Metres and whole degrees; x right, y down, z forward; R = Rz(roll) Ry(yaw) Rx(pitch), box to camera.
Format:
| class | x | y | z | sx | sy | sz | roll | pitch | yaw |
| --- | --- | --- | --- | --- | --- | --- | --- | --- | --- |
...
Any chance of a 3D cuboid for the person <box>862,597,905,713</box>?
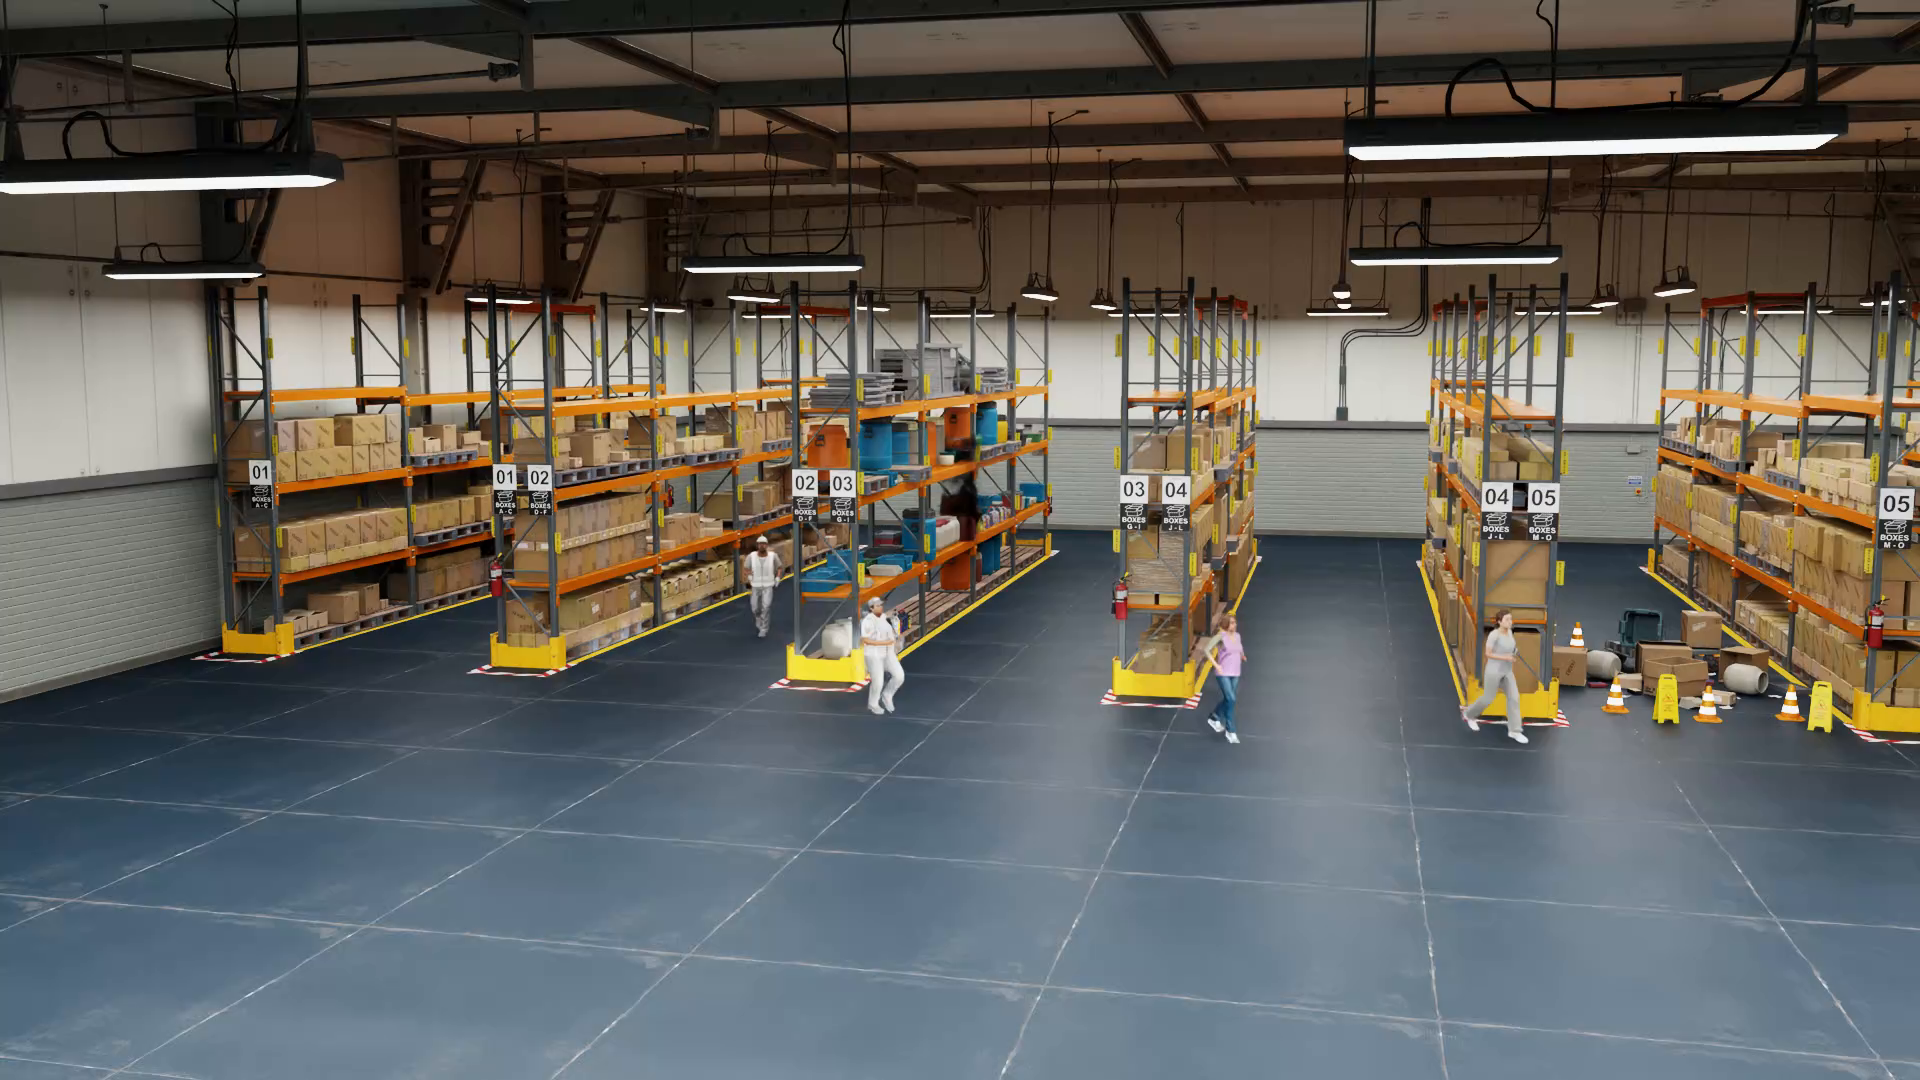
| class | x | y | z | sx | sy | sz | roll | pitch | yaw |
| --- | --- | --- | --- | --- | --- | --- | --- | --- | --- |
| person | -1.092 | 1.584 | 22.775 | 0.612 | 1.632 | 0.593 | -5 | 9 | -40 |

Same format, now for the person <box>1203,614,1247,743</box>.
| class | x | y | z | sx | sy | sz | roll | pitch | yaw |
| --- | --- | --- | --- | --- | --- | --- | --- | --- | --- |
| person | 3.420 | 1.771 | 21.395 | 0.544 | 1.651 | 0.648 | -5 | 8 | -37 |

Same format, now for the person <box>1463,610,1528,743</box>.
| class | x | y | z | sx | sy | sz | roll | pitch | yaw |
| --- | --- | --- | --- | --- | --- | --- | --- | --- | --- |
| person | 6.897 | 1.706 | 21.329 | 0.539 | 1.658 | 0.993 | -3 | 7 | -26 |

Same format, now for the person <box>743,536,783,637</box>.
| class | x | y | z | sx | sy | sz | roll | pitch | yaw |
| --- | --- | --- | --- | --- | --- | --- | --- | --- | --- |
| person | -3.443 | 0.801 | 29.056 | 0.687 | 1.743 | 0.704 | 0 | 7 | -2 |
